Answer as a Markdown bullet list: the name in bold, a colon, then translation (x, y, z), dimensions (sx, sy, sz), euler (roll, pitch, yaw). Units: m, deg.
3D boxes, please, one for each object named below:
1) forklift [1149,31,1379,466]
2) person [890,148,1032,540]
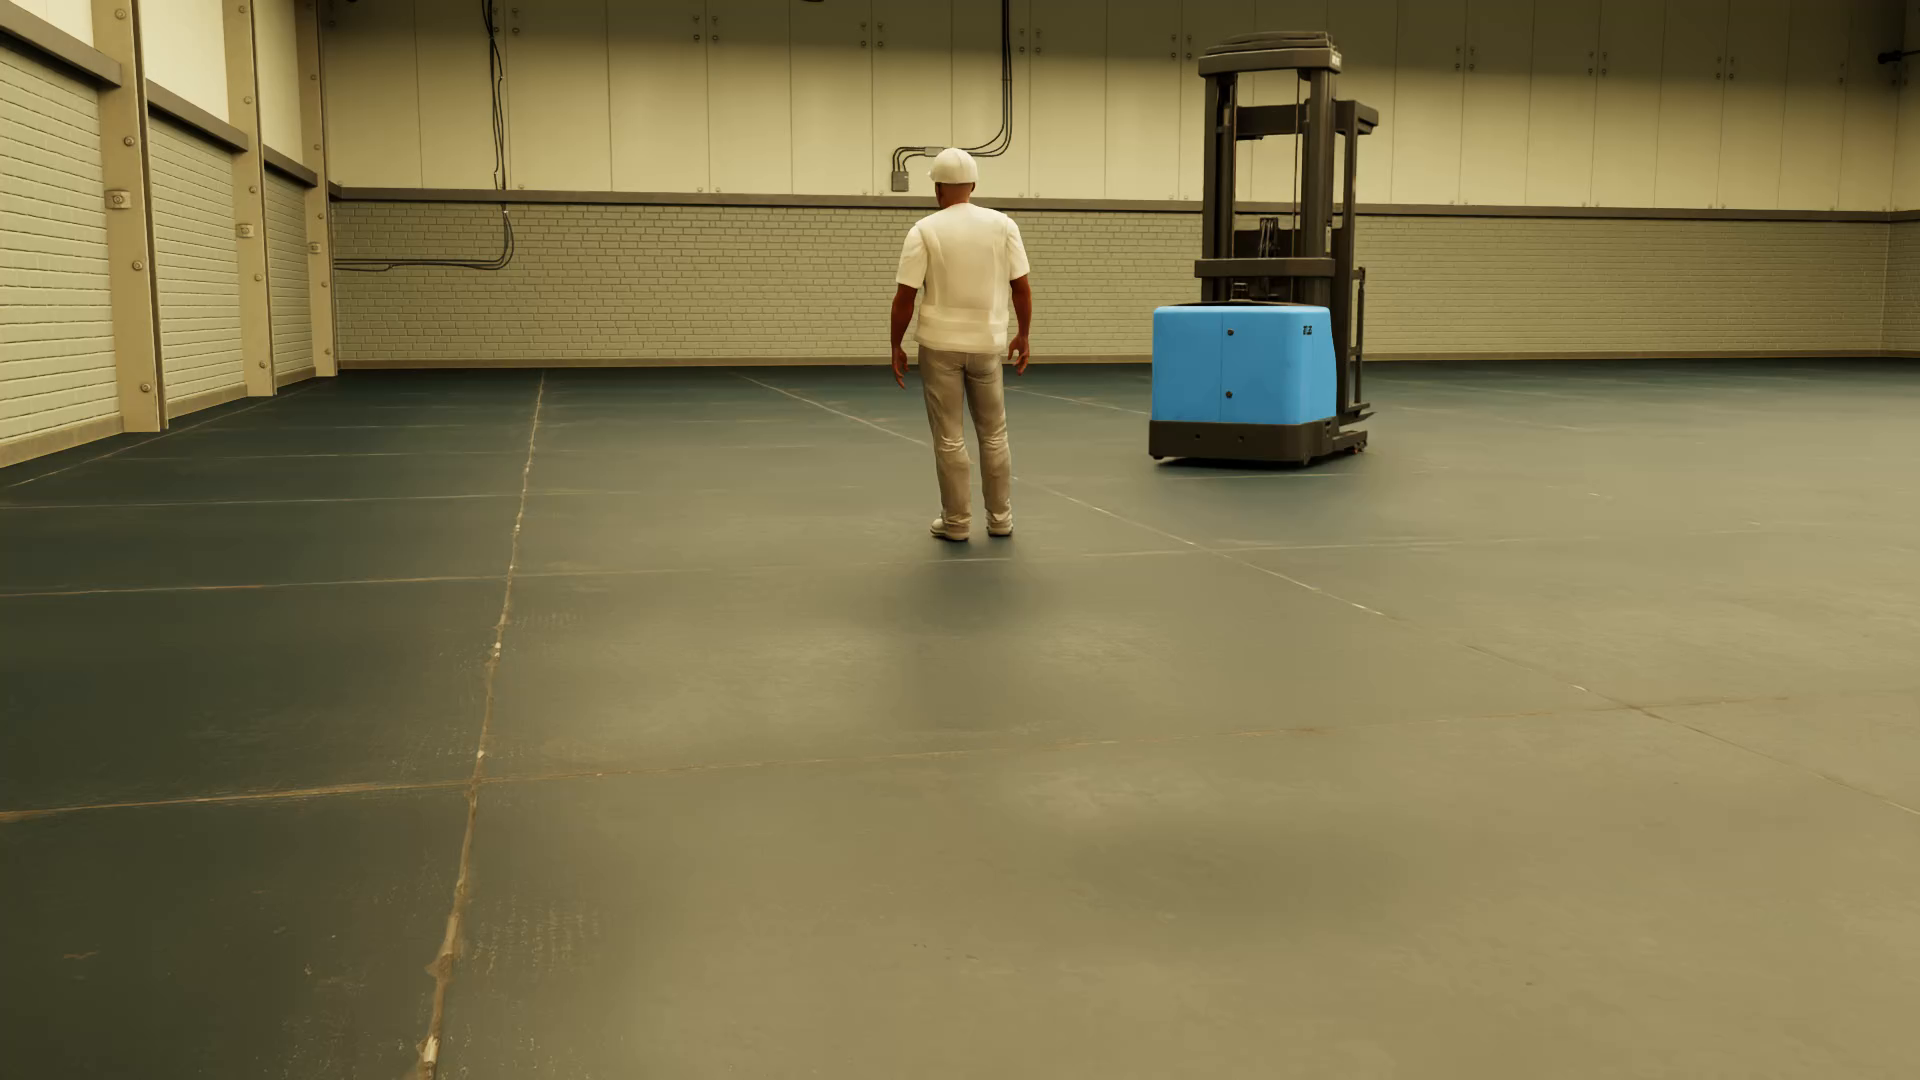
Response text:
- **forklift**: translation (2.394, -2.107, 12.181), dimensions (1.130, 2.935, 3.031), euler (4, 9, 26)
- **person**: translation (-0.010, -0.891, 7.652), dimensions (0.665, 1.765, 0.577), euler (-2, 8, -13)
